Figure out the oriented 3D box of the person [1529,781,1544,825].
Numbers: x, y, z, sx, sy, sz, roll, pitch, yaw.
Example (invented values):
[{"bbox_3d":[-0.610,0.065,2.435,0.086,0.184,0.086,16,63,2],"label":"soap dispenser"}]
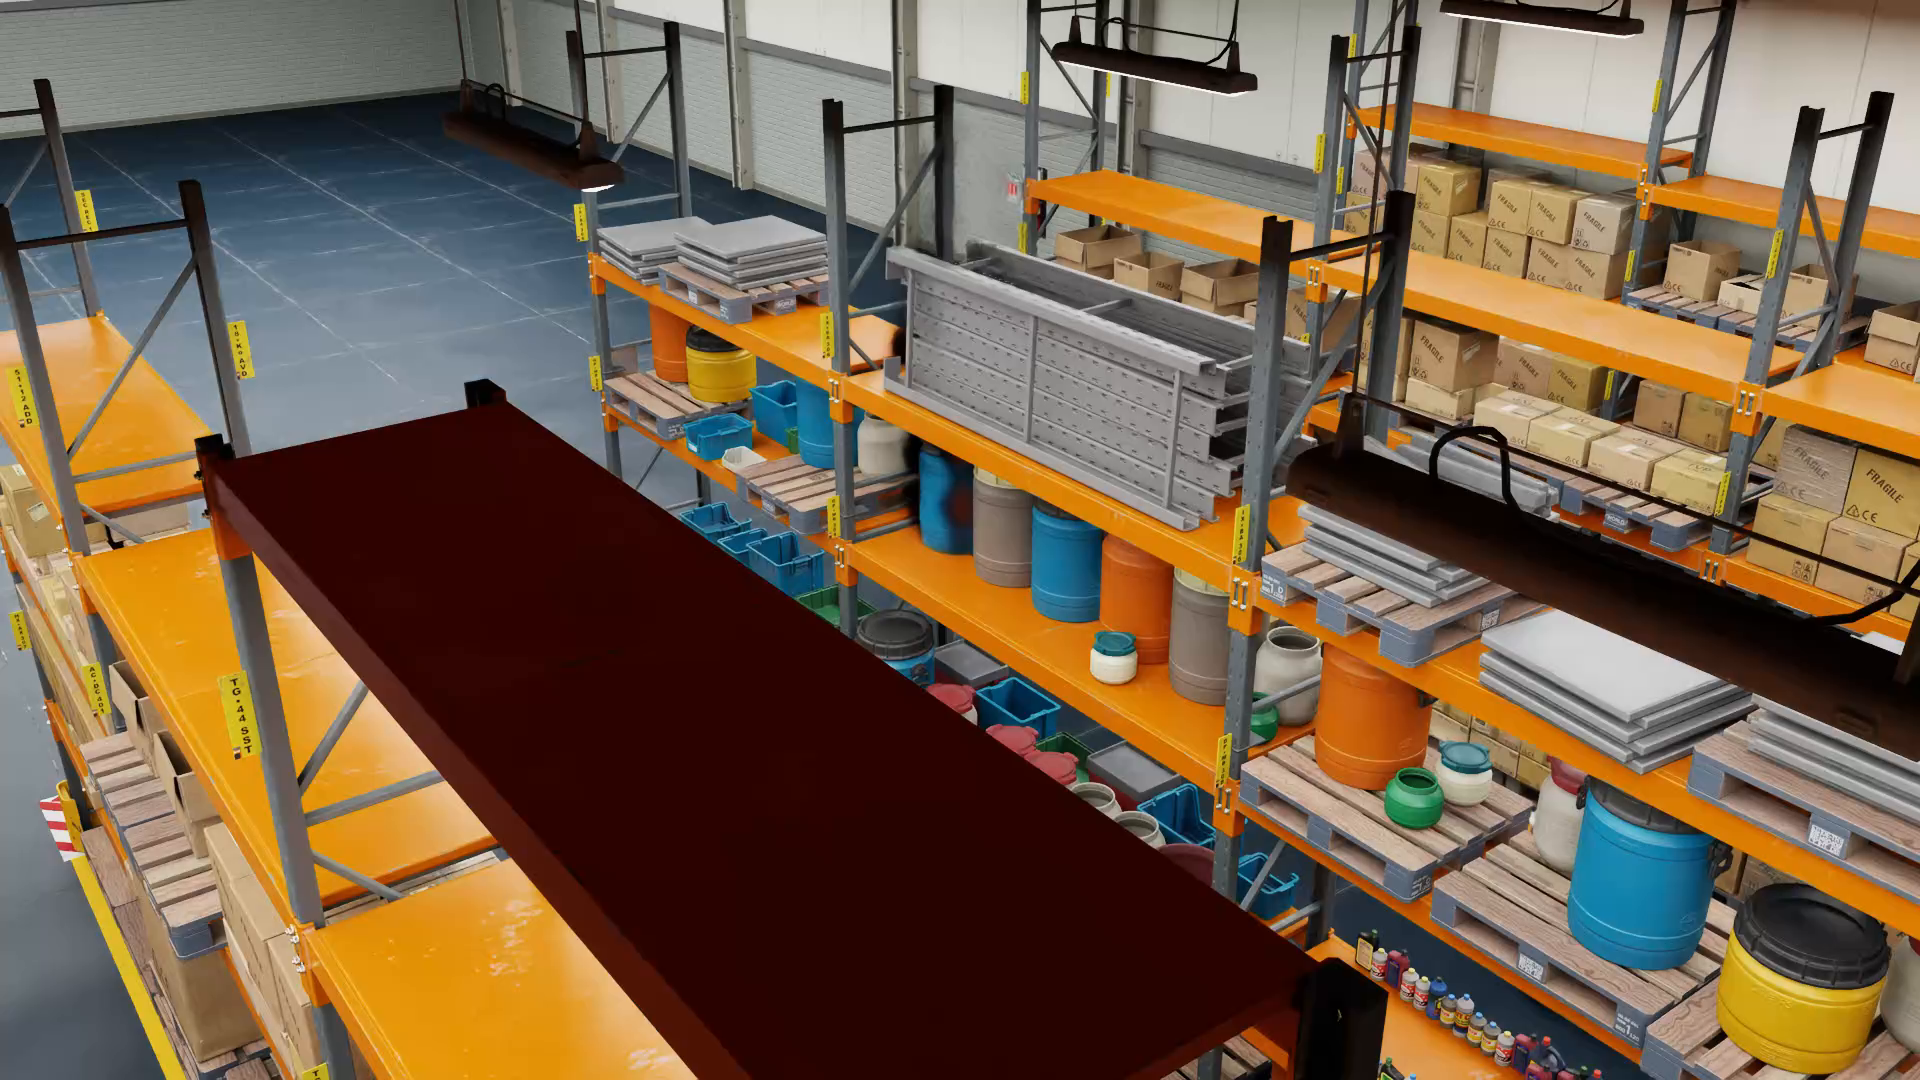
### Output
[{"bbox_3d":[4.052,2.418,11.651,0.823,1.840,0.674,22,33,39],"label":"person"}]
